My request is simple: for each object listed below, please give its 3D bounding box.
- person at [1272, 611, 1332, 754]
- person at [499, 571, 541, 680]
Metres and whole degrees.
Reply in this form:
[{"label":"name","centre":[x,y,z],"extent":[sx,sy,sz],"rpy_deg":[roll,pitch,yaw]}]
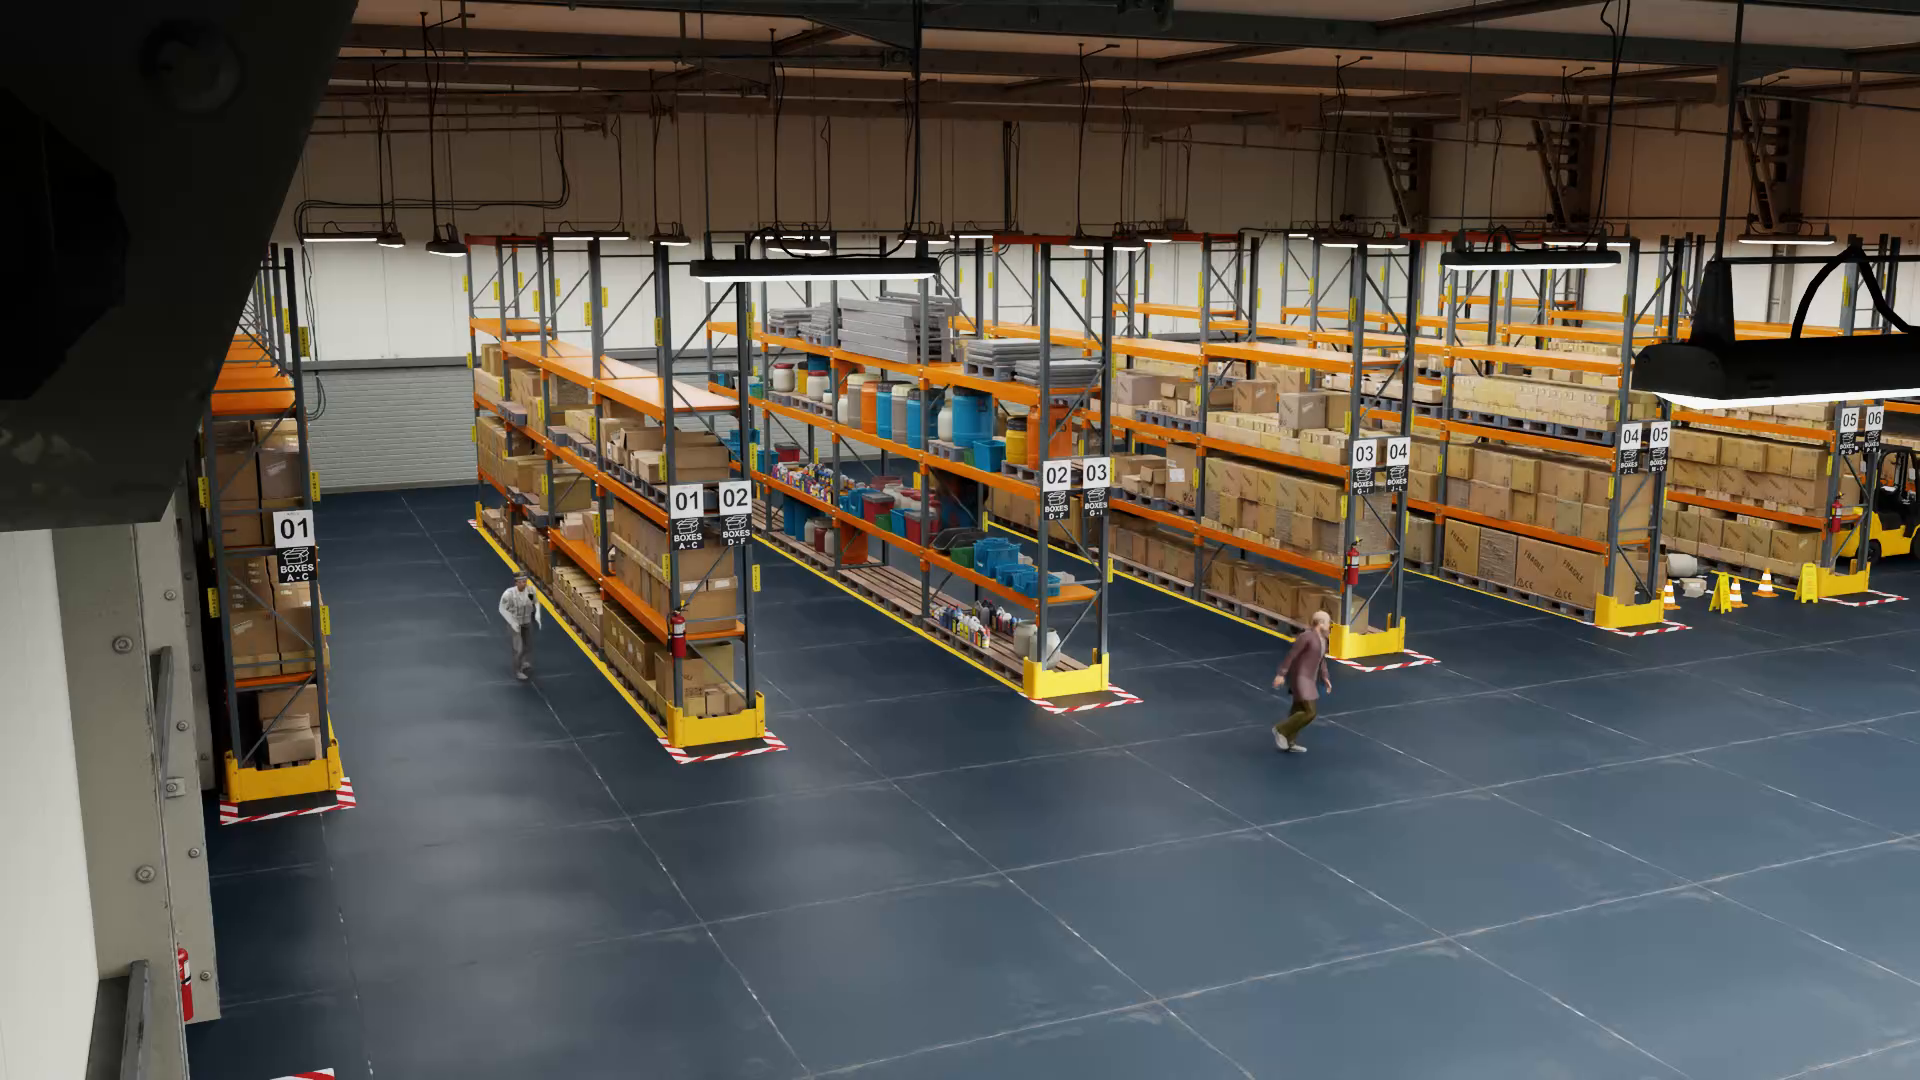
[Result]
[{"label":"person","centre":[4.084,1.699,19.864],"extent":[0.594,1.746,0.720],"rpy_deg":[7,13,30]},{"label":"person","centre":[-6.147,1.142,23.091],"extent":[0.595,1.581,0.795],"rpy_deg":[-10,15,-42]}]
